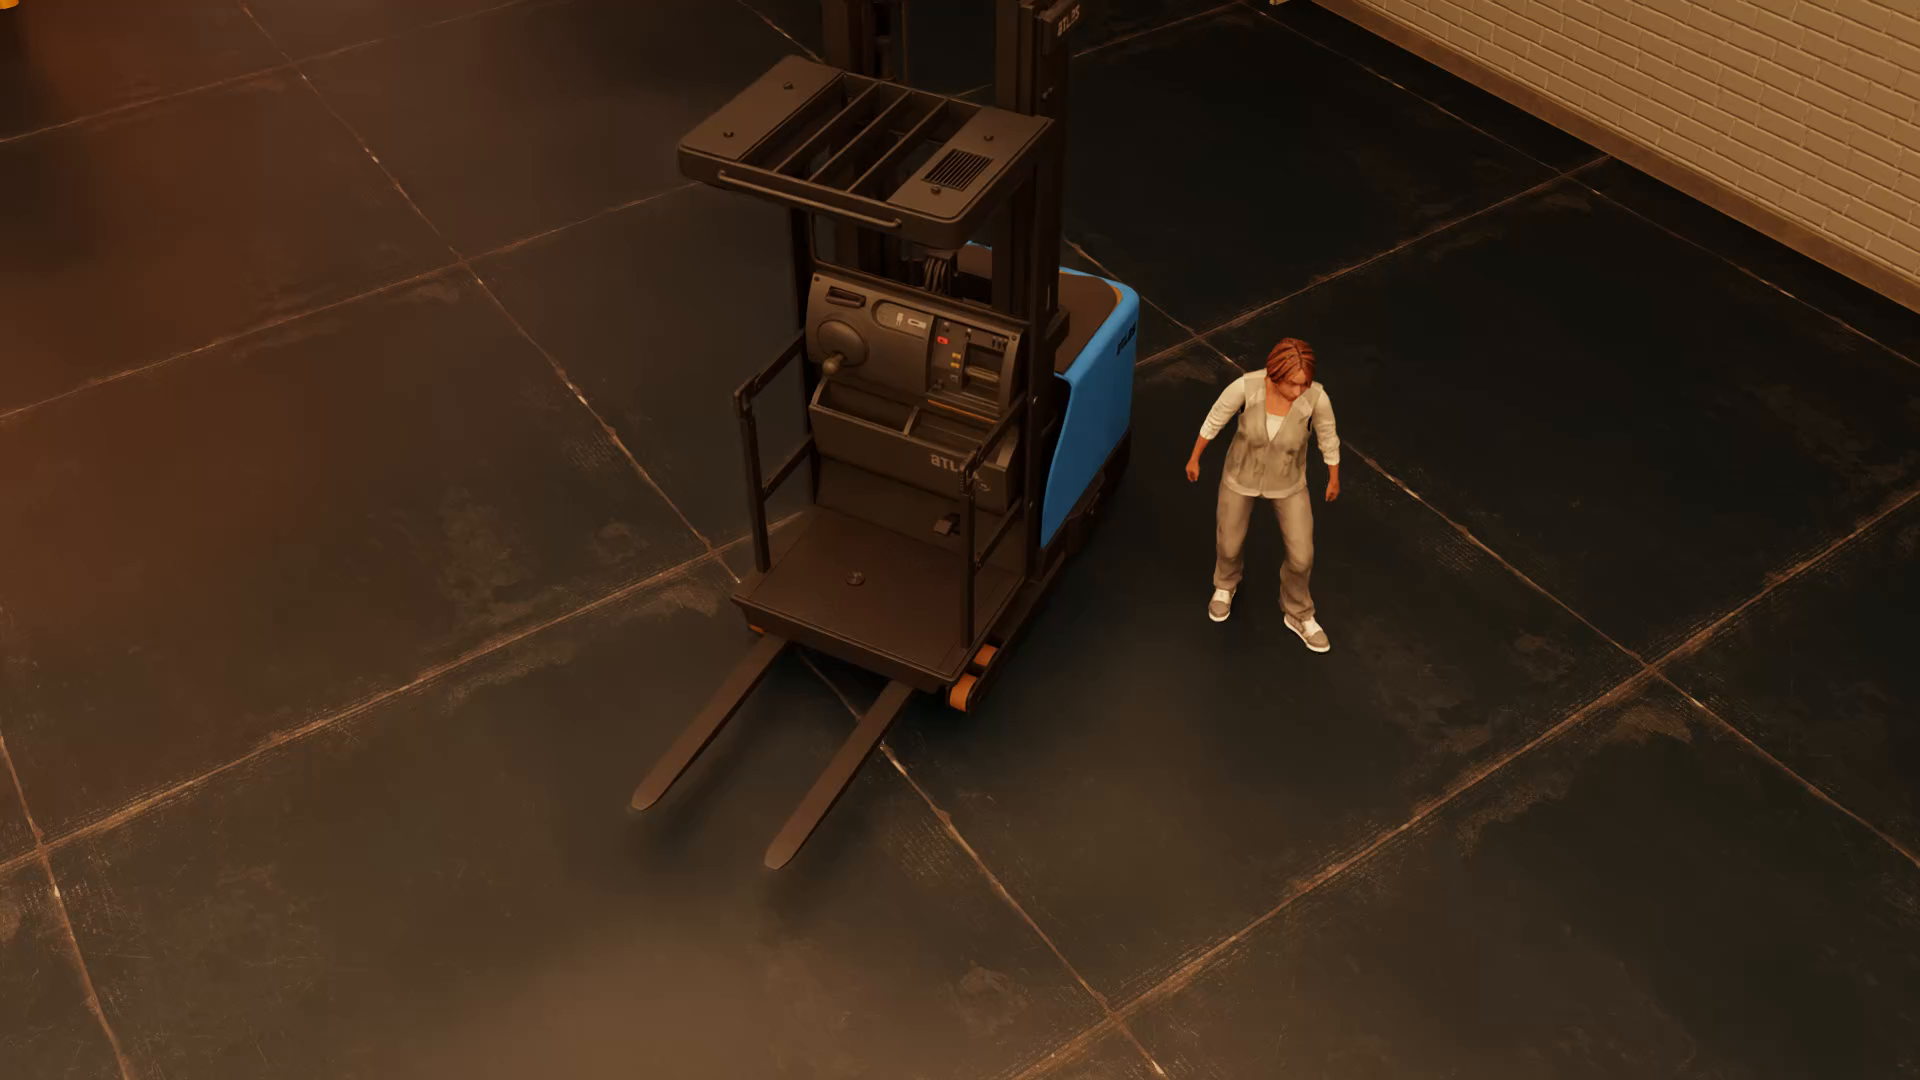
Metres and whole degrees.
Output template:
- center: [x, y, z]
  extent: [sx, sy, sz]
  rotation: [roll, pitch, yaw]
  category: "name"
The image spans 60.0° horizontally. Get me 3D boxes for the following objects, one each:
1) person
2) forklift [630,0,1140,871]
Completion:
- center: [1.306, -0.212, 7.006]
  extent: [0.725, 1.507, 0.397]
  rotation: [8, 43, 8]
  category: "person"
- center: [-0.290, -0.695, 6.469]
  extent: [1.130, 2.935, 3.031]
  rotation: [19, 46, 20]
  category: "forklift"
